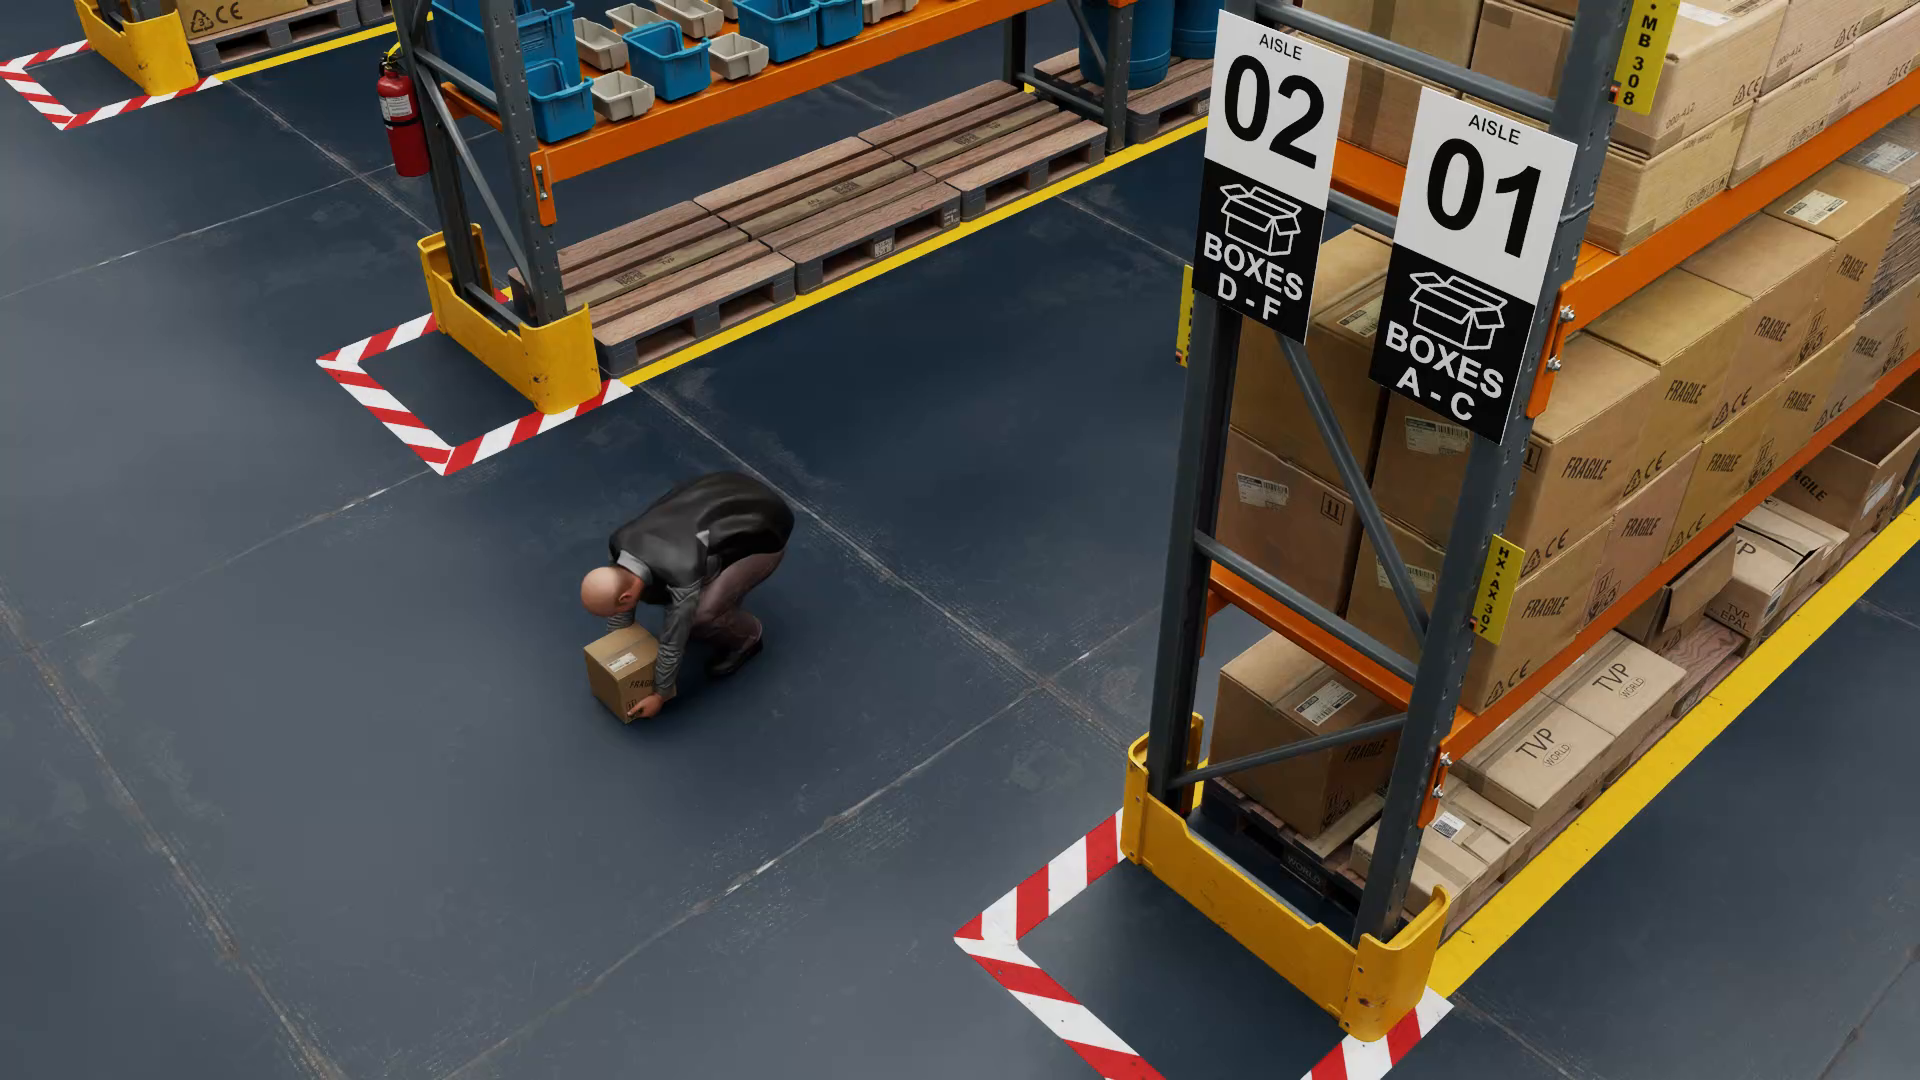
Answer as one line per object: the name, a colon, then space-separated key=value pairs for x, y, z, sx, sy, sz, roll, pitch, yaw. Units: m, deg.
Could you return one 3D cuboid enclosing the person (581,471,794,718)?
person: x=-1.094 y=0.190 z=6.685 sx=0.948 sy=0.815 sz=0.500 roll=-32 pitch=49 yaw=-32
